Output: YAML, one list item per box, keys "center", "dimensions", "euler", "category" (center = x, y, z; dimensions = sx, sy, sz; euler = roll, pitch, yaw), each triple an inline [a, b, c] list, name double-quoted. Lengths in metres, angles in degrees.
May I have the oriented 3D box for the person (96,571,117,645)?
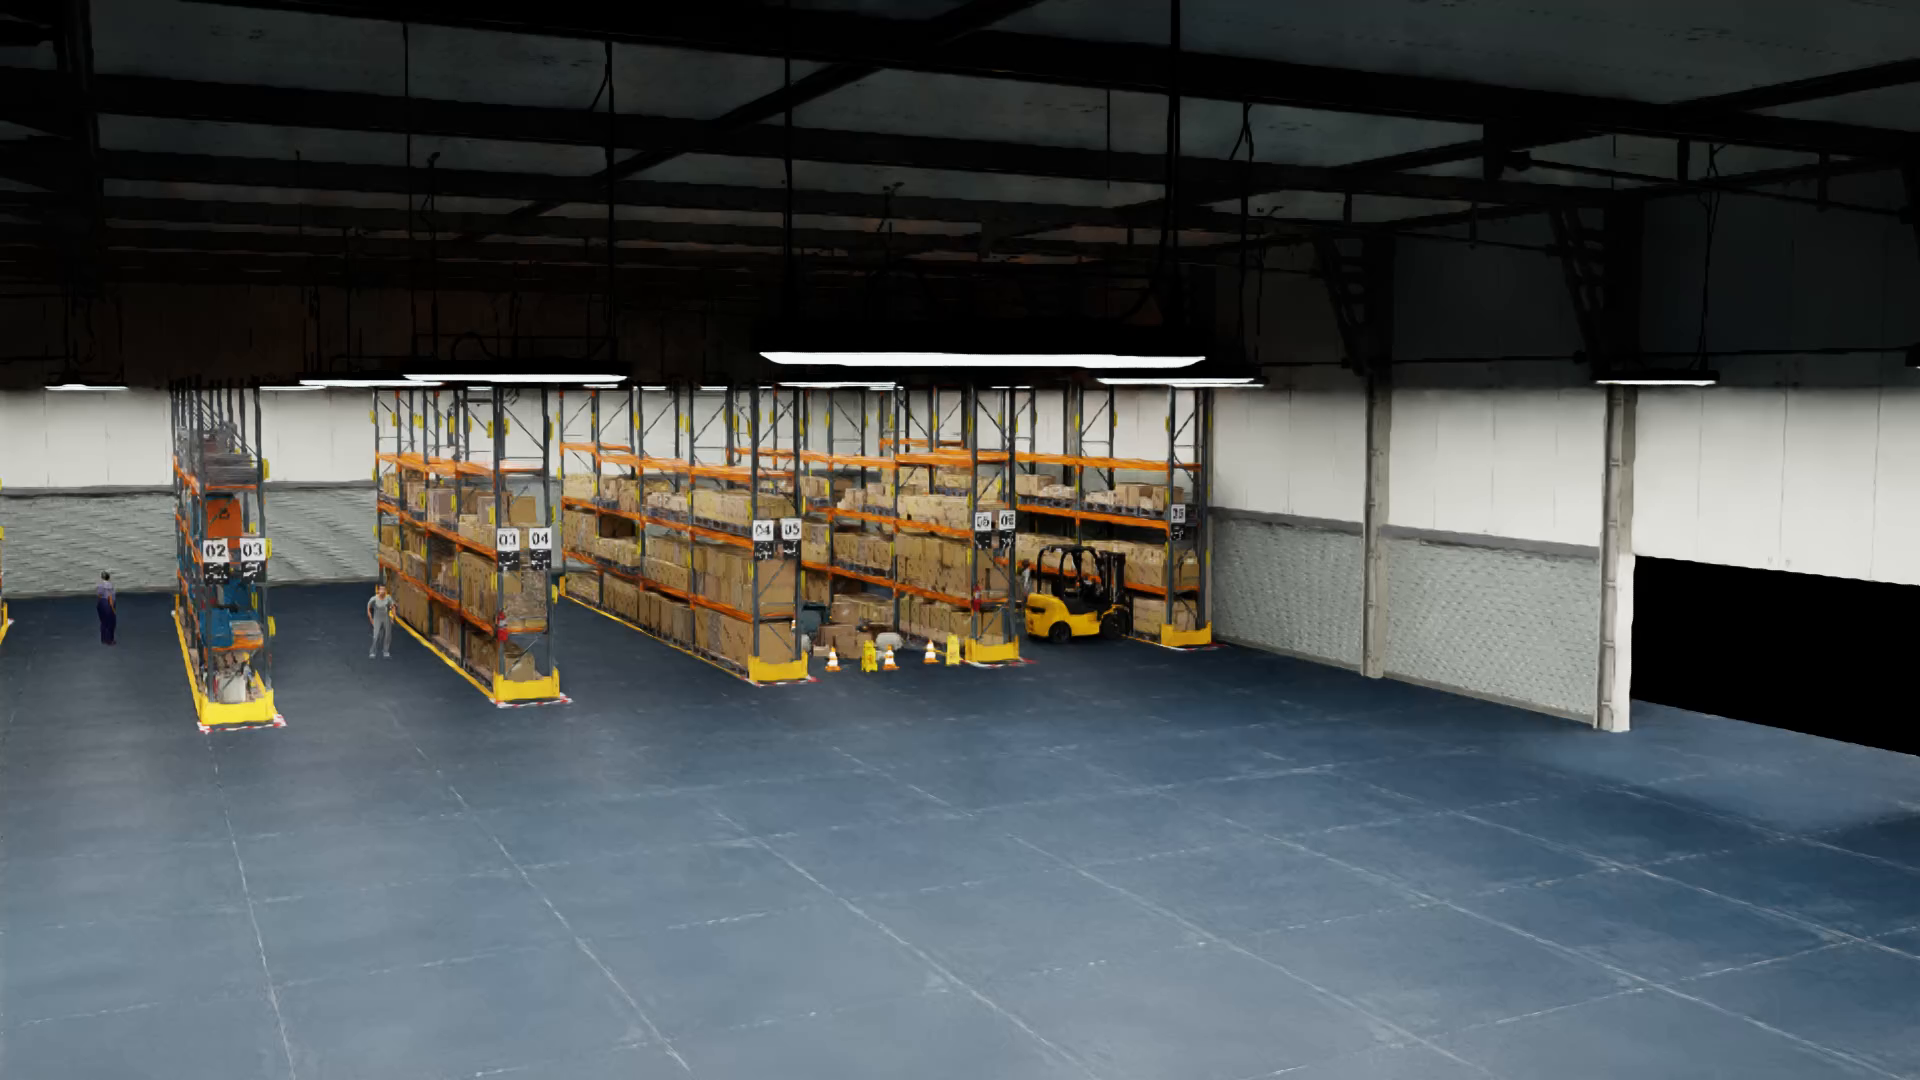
- center: [-19.399, 1.565, 37.853]
  dimensions: [0.559, 1.717, 0.384]
  euler: [3, 6, 34]
  category: "person"

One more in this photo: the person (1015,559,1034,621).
- center: [1.639, 1.256, 41.219]
  dimensions: [0.536, 1.579, 0.535]
  euler: [0, 5, 0]
  category: "person"

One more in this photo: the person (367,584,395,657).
- center: [-12.475, 1.736, 35.848]
  dimensions: [0.580, 1.619, 0.507]
  euler: [-3, 6, -29]
  category: "person"
